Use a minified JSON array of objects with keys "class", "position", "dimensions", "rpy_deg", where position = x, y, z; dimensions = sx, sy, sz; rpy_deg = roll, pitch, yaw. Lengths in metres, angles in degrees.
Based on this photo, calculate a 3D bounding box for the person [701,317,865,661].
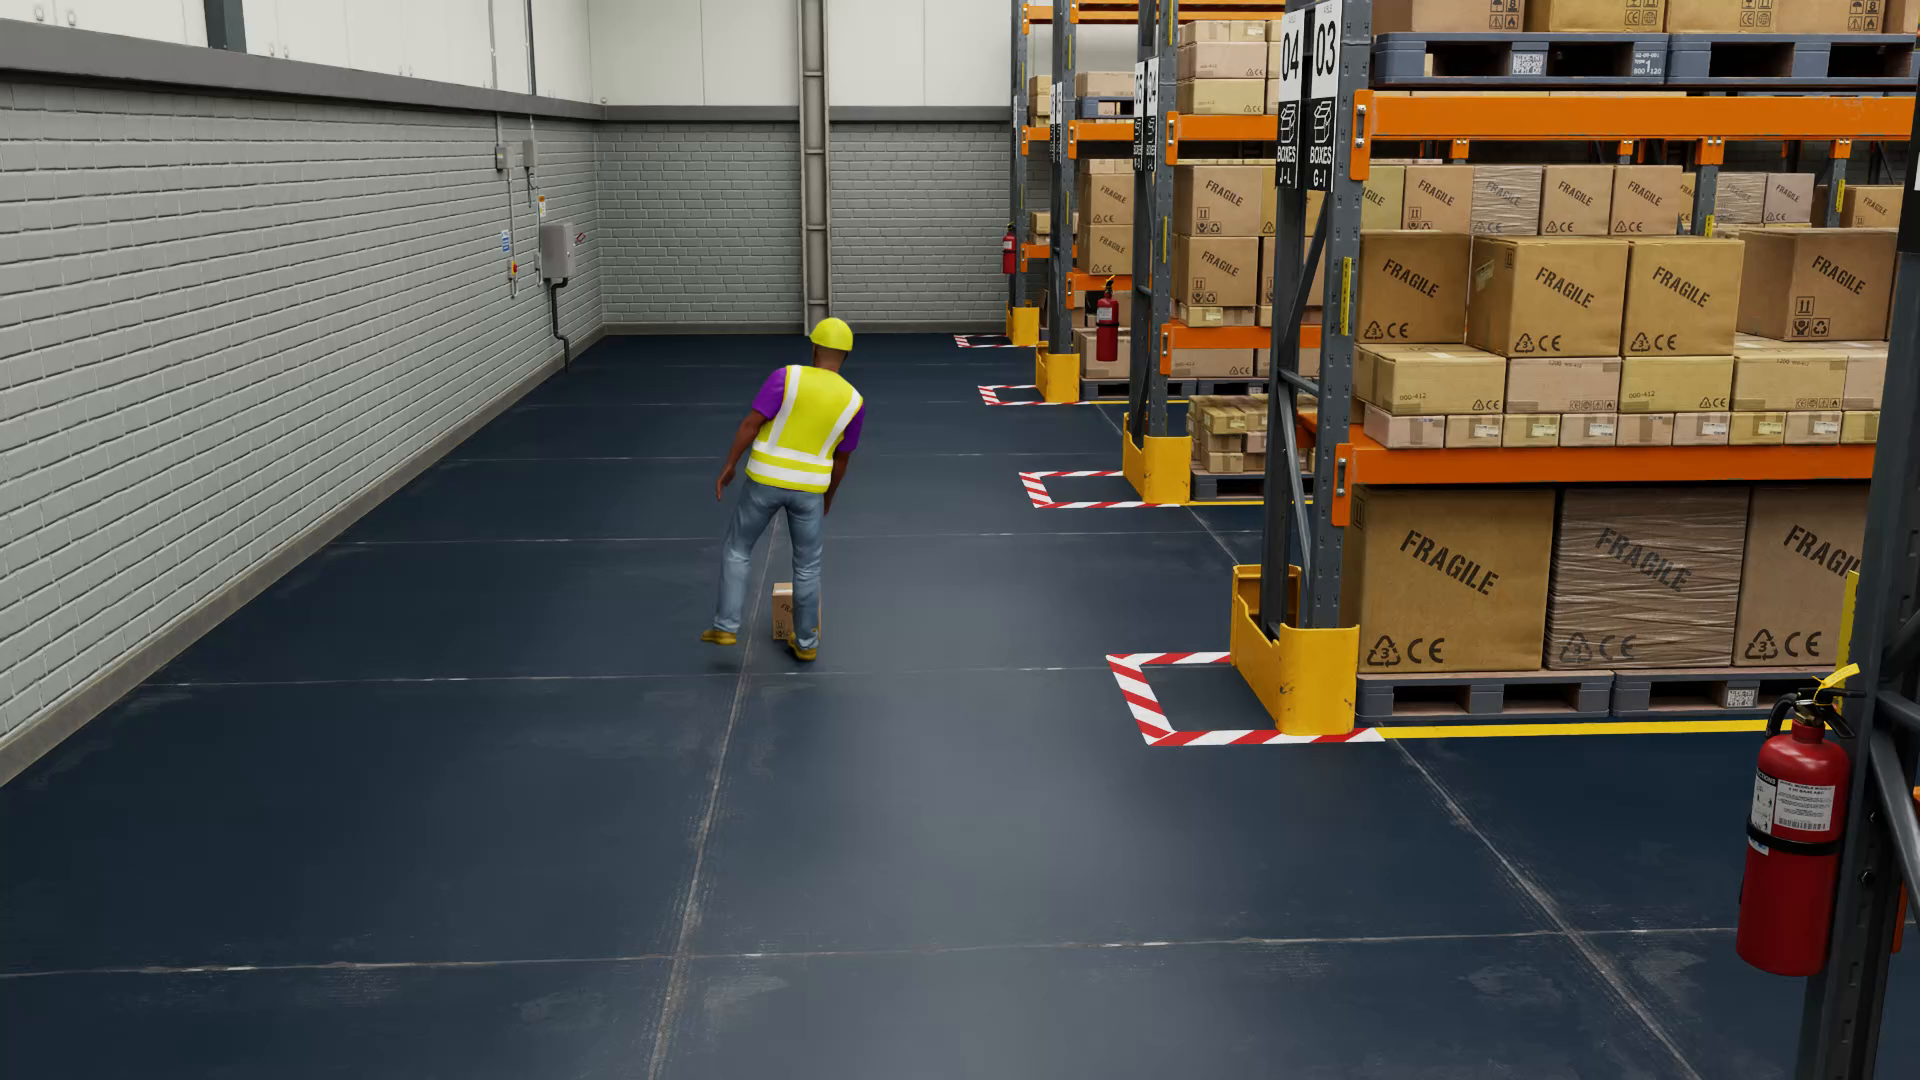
[{"class":"person","position":[-0.912,-0.247,8.456],"dimensions":[0.858,1.761,0.433],"rpy_deg":[-2,14,-8]}]
